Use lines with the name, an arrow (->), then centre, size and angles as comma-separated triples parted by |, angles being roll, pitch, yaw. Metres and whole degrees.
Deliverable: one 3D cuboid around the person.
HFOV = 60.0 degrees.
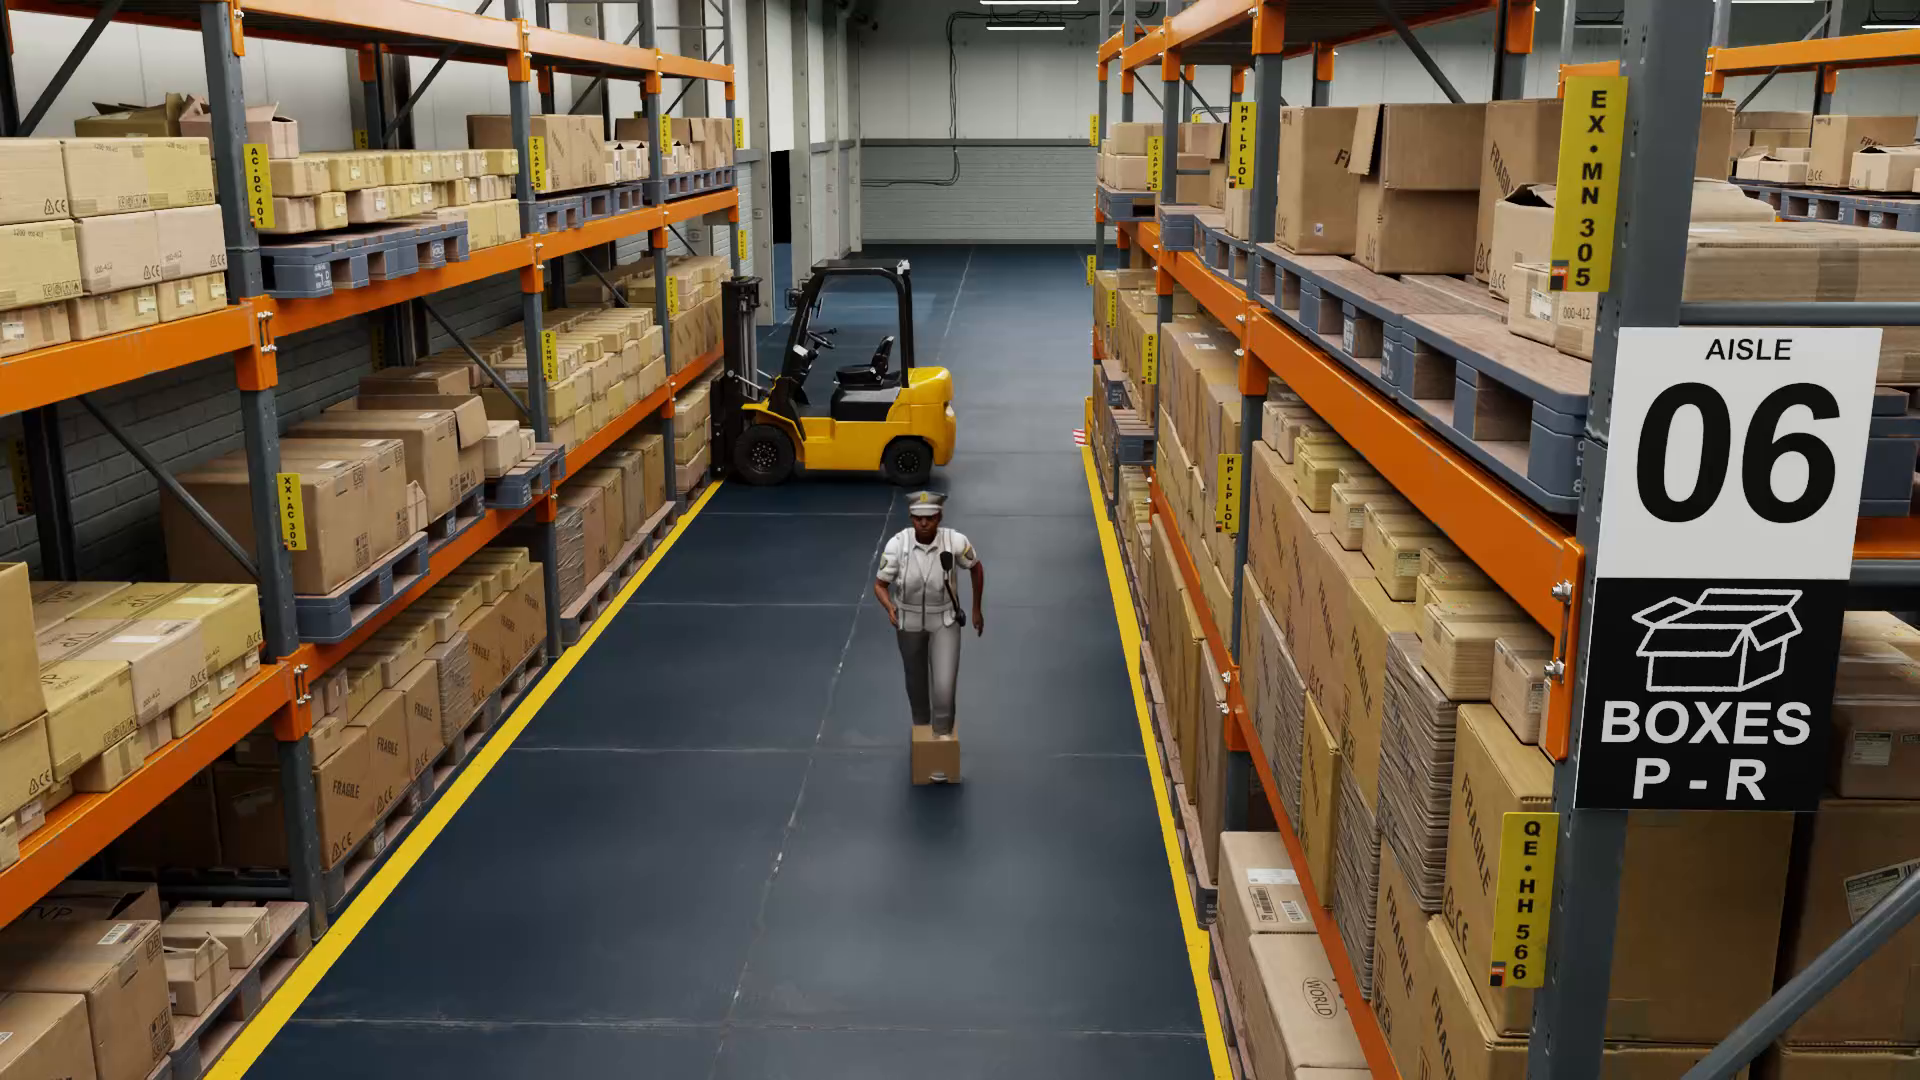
person -> -0.173, 0.455, 9.250 | 0.580, 1.600, 0.900 | 2, 14, 9
